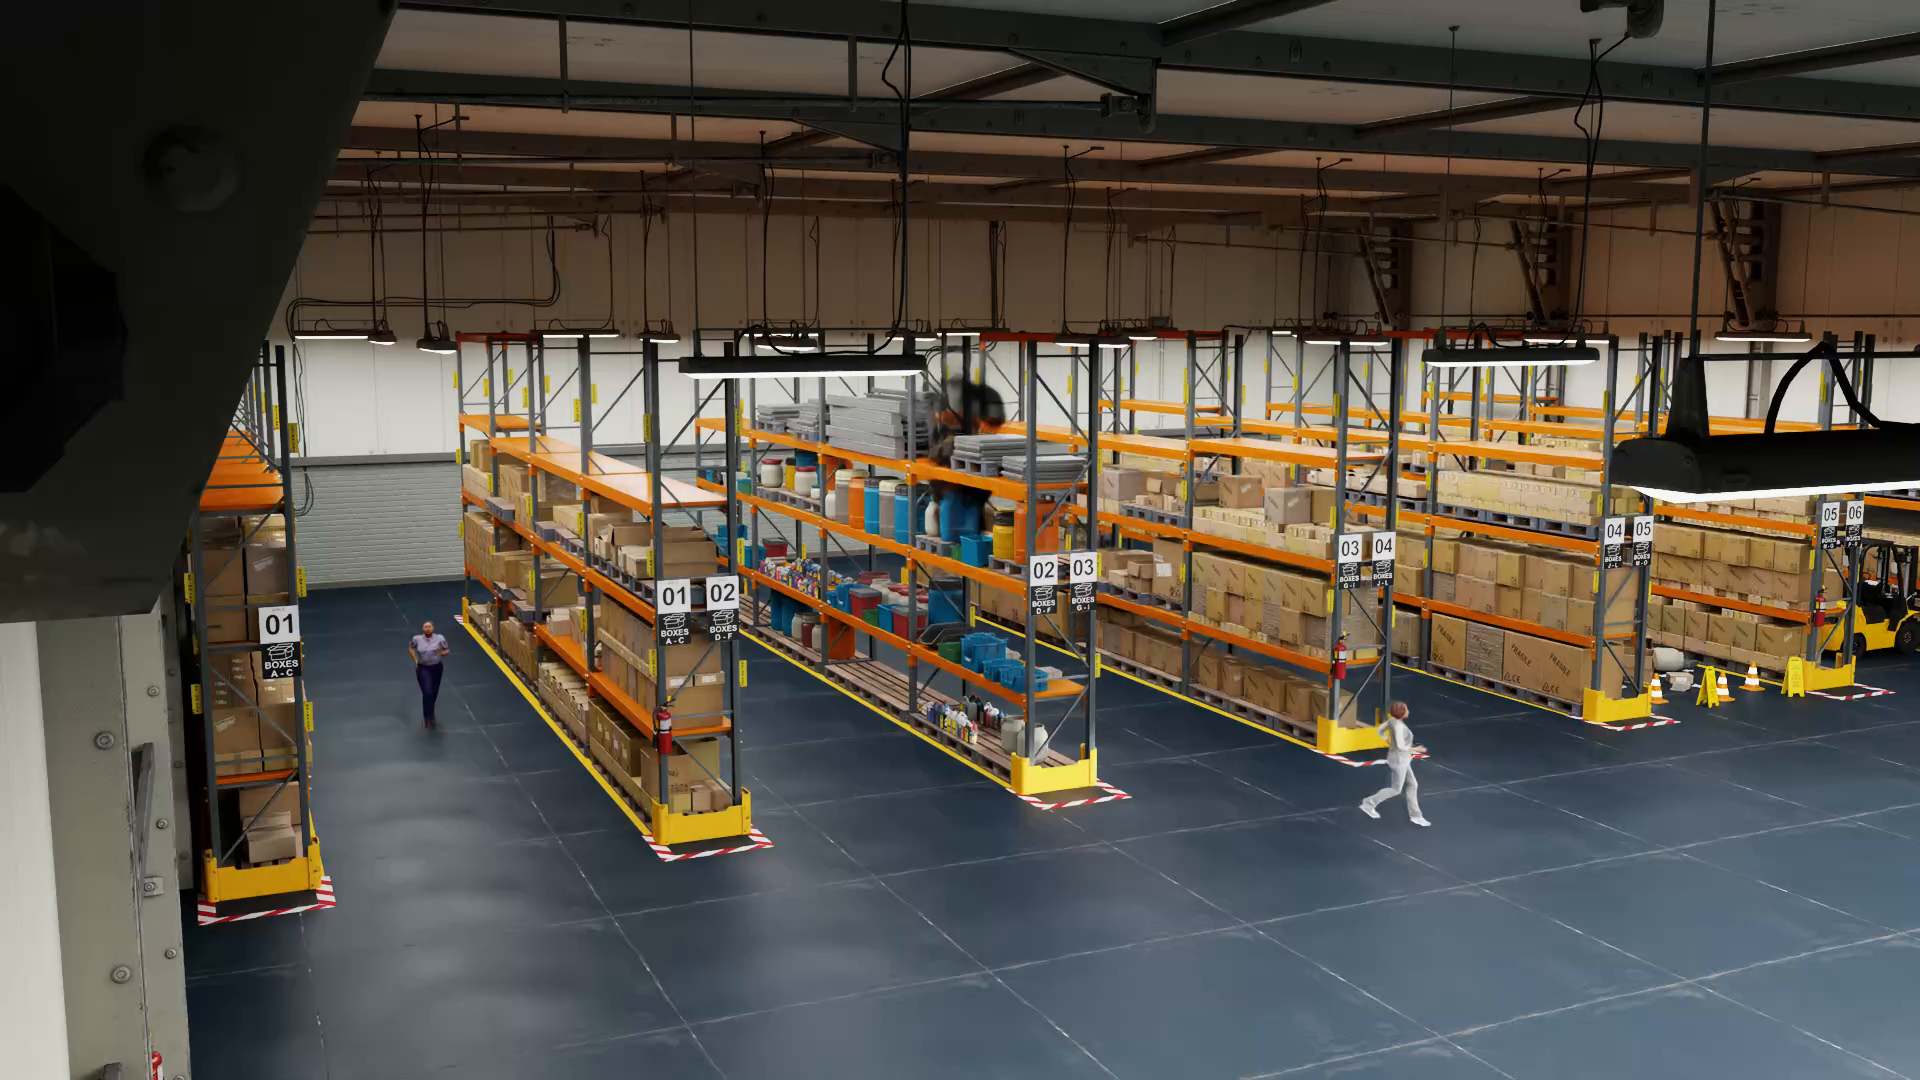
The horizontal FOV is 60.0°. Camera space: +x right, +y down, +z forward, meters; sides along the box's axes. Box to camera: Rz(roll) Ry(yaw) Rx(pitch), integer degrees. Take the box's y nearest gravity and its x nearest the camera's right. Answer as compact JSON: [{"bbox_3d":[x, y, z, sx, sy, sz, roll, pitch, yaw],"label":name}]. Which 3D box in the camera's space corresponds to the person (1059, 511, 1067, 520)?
[{"bbox_3d":[2.361,0.116,39.486,0.697,1.772,0.923,0,8,-1],"label":"person"}]

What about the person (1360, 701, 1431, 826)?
[{"bbox_3d":[5.429,2.776,20.652,0.884,1.594,0.553,1,8,6],"label":"person"}]

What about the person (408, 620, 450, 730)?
[{"bbox_3d":[-8.199,2.072,25.778,0.574,1.719,0.754,-4,9,-30],"label":"person"}]

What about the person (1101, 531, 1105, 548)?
[{"bbox_3d":[3.547,-0.112,41.980,0.816,1.604,0.550,-5,9,-31],"label":"person"}]
